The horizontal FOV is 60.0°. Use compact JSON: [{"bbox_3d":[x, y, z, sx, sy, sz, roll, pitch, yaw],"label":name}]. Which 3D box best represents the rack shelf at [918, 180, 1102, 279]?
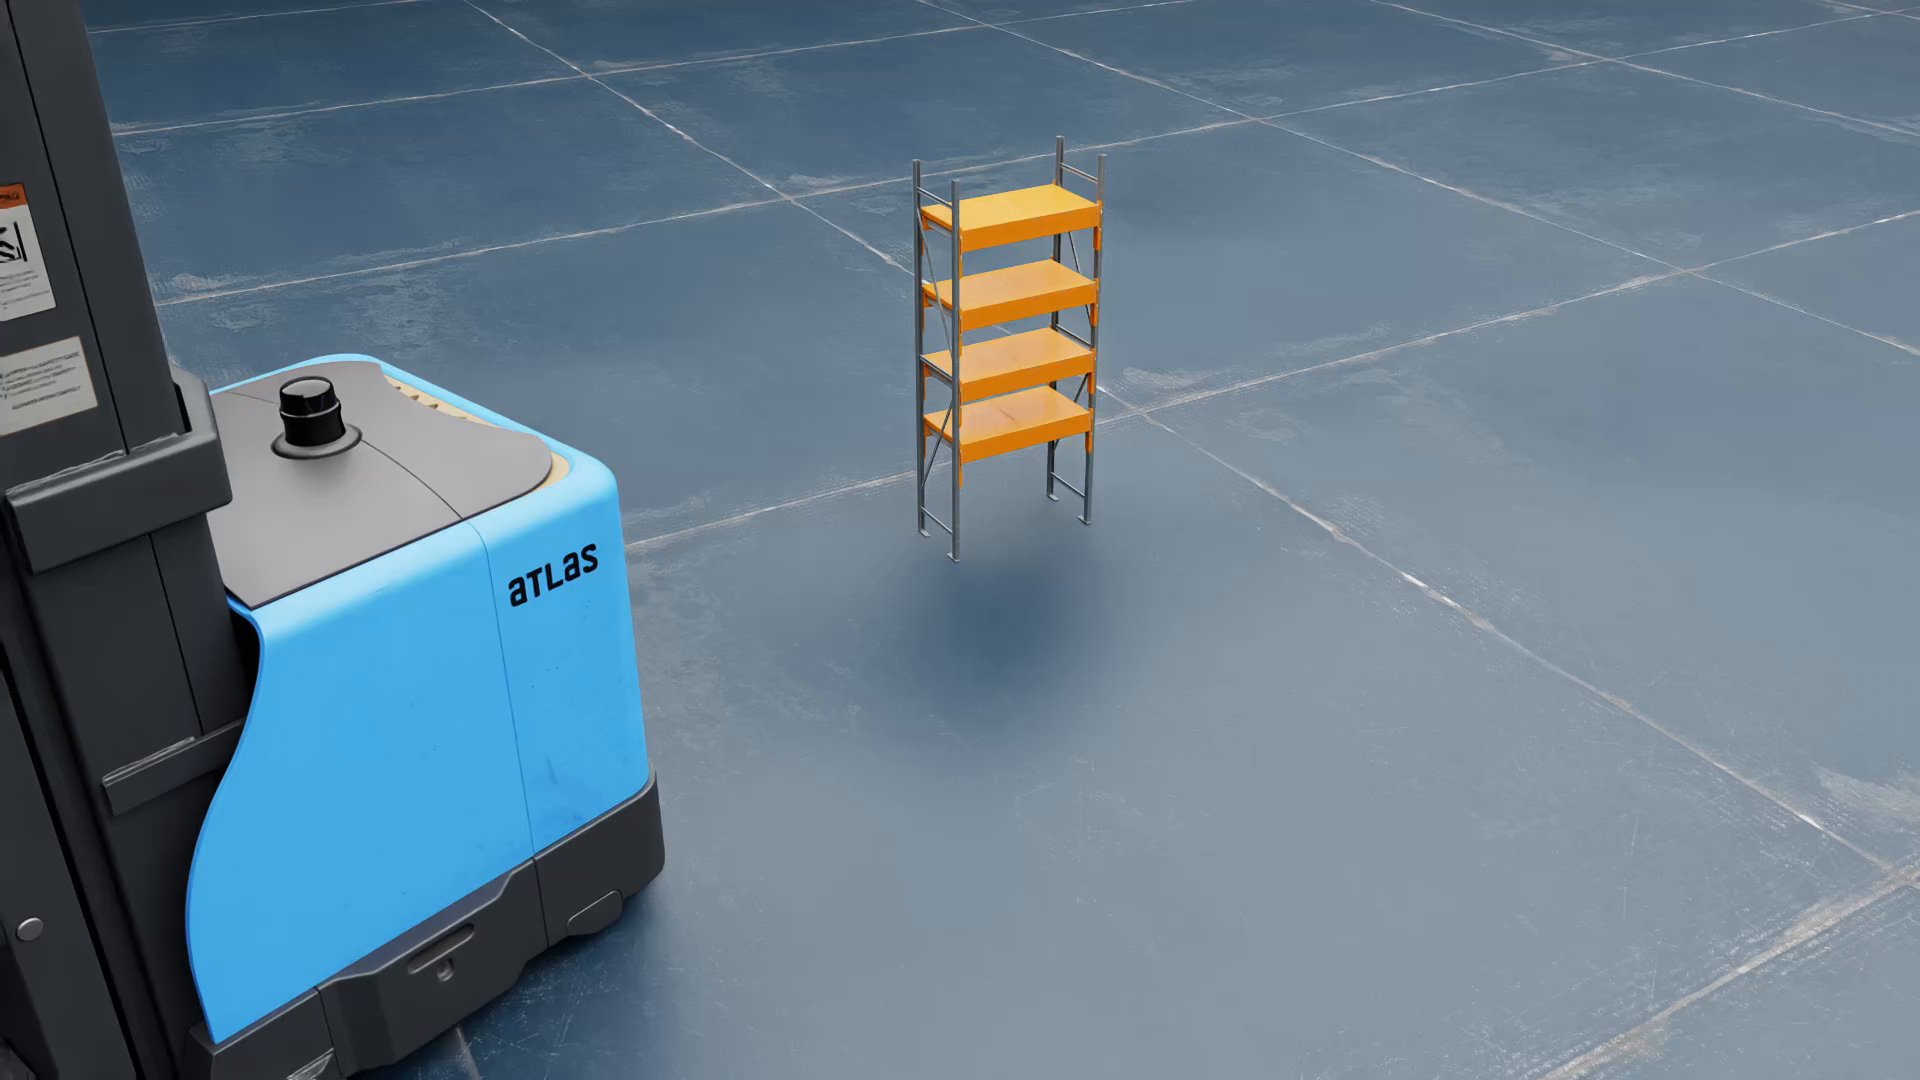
[{"bbox_3d":[0.143,-0.910,4.844,0.480,0.148,0.258,-16,33,-26],"label":"rack shelf"}]

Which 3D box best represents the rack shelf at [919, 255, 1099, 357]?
[{"bbox_3d":[0.143,-0.703,4.958,0.480,0.148,0.258,-16,33,-26],"label":"rack shelf"}]

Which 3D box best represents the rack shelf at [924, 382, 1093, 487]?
[{"bbox_3d":[0.143,-0.333,5.162,0.480,0.148,0.258,-16,33,-26],"label":"rack shelf"}]

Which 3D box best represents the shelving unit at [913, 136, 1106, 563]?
[{"bbox_3d":[0.143,-0.566,5.034,0.503,1.200,0.258,-16,33,-26],"label":"shelving unit"}]

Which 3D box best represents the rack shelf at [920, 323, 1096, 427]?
[{"bbox_3d":[0.143,-0.507,5.066,0.480,0.148,0.258,-16,33,-26],"label":"rack shelf"}]

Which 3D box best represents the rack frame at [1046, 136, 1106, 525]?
[{"bbox_3d":[0.353,-0.626,5.142,0.015,1.200,0.240,-16,33,-26],"label":"rack frame"}]

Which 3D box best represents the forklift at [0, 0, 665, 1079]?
[{"bbox_3d":[-2.013,-0.104,2.405,1.130,2.935,3.031,23,36,35],"label":"forklift"}]

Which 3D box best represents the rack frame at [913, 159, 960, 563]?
[{"bbox_3d":[-0.068,-0.506,4.925,0.015,1.200,0.240,-16,33,-26],"label":"rack frame"}]
